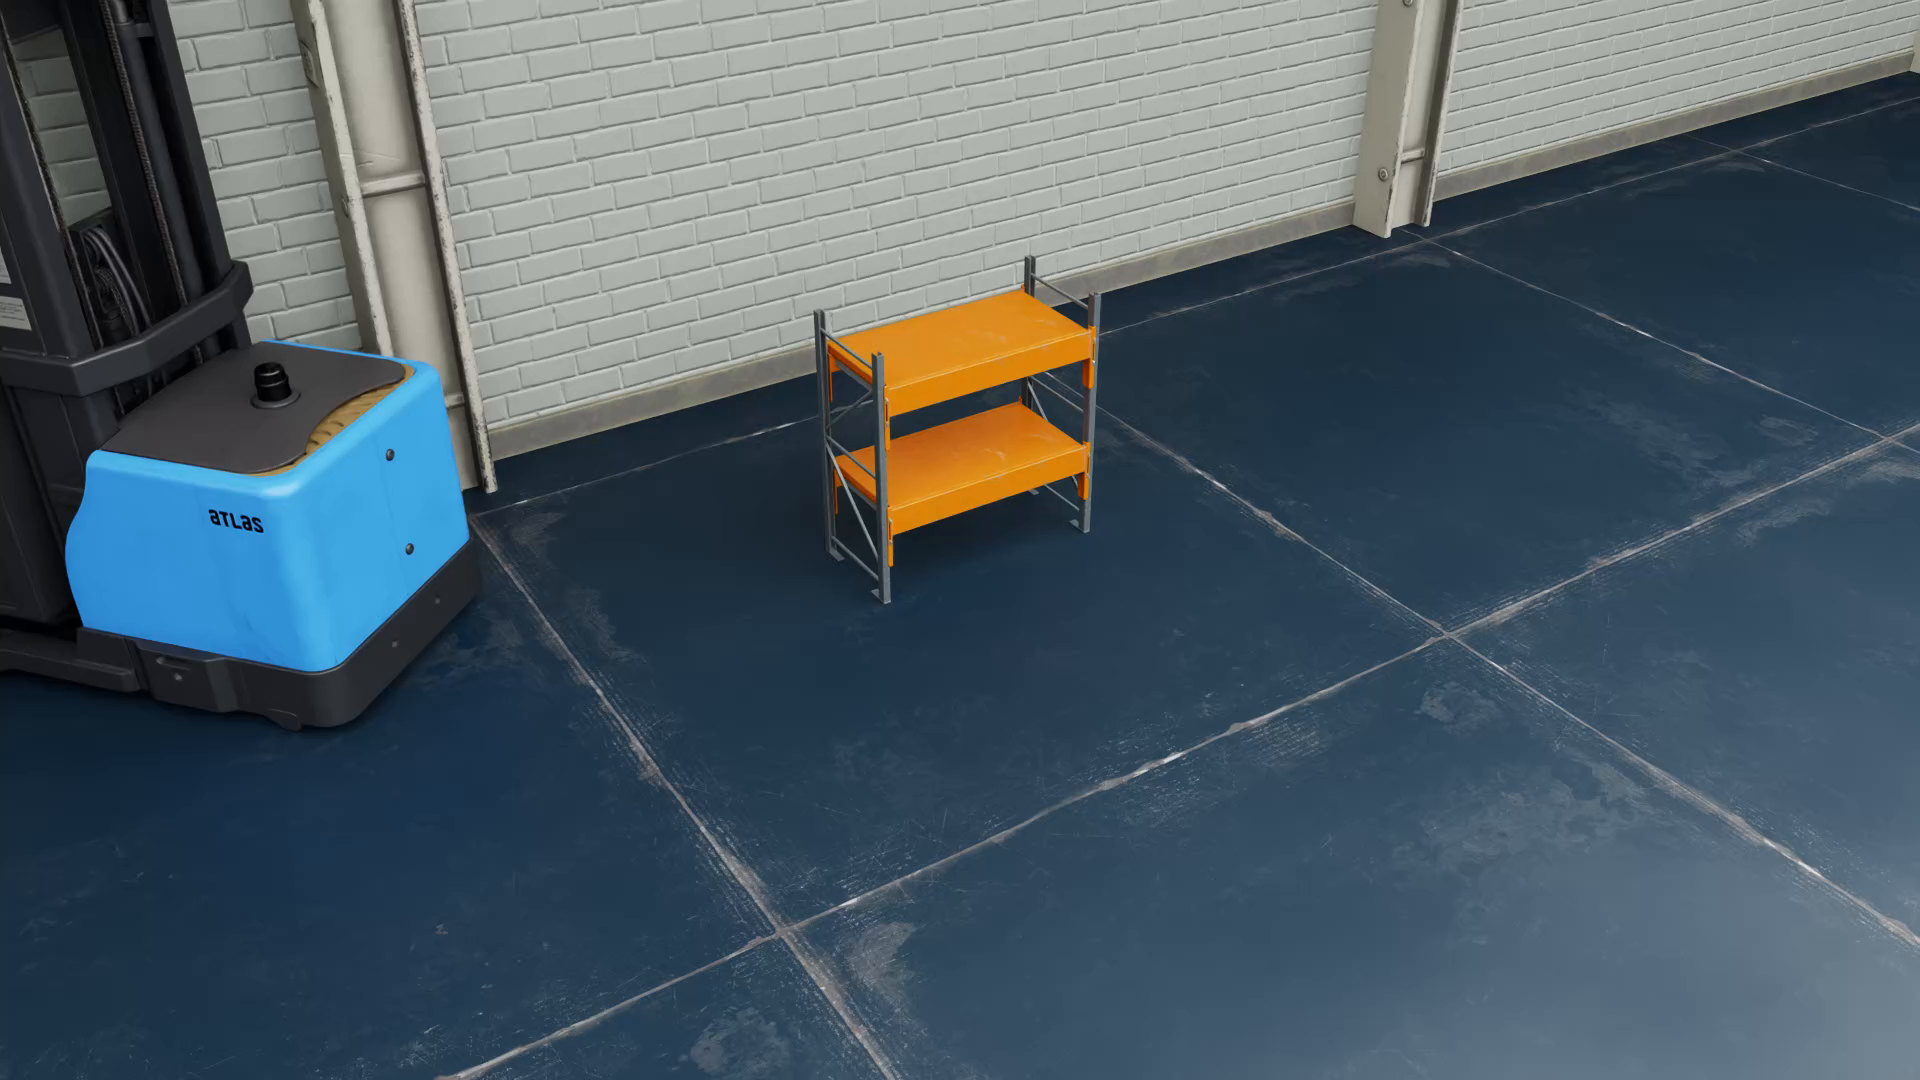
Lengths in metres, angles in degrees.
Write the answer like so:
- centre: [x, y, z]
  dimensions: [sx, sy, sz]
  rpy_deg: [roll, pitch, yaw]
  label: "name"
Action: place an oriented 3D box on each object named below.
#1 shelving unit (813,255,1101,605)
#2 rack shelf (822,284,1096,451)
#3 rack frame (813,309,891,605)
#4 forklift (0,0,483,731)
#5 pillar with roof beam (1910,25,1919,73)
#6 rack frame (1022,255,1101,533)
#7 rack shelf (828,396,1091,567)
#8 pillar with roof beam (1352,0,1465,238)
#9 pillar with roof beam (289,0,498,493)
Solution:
- centre: [-0.006, -0.474, 6.947]
  dimensions: [1.048, 1.125, 0.538]
  rpy_deg: [-19, 37, -27]
  label: "shelving unit"
- centre: [-0.006, -0.721, 6.791]
  dimensions: [1.000, 0.278, 0.538]
  rpy_deg: [-19, 37, -27]
  label: "rack shelf"
- centre: [-0.433, -0.327, 6.714]
  dimensions: [0.032, 1.125, 0.500]
  rpy_deg: [-19, 37, -27]
  label: "rack frame"
- centre: [-3.530, -0.986, 6.066]
  dimensions: [3.031, 2.935, 1.130]
  rpy_deg: [9, 33, 14]
  label: "forklift"
- centre: [10.055, -5.584, 7.668]
  dimensions: [0.400, 9.000, 9.100]
  rpy_deg: [-19, 37, -27]
  label: "pillar with roof beam"
- centre: [0.422, -0.621, 7.180]
  dimensions: [0.032, 1.125, 0.500]
  rpy_deg: [-19, 37, -27]
  label: "rack frame"
- centre: [-0.006, -0.267, 7.077]
  dimensions: [1.000, 0.278, 0.538]
  rpy_deg: [-19, 37, -27]
  label: "rack shelf"
- centre: [5.012, -3.850, 4.918]
  dimensions: [0.400, 9.000, 9.100]
  rpy_deg: [-19, 37, -27]
  label: "pillar with roof beam"
- centre: [-0.031, -2.115, 2.169]
  dimensions: [0.400, 9.000, 9.100]
  rpy_deg: [-19, 37, -27]
  label: "pillar with roof beam"
